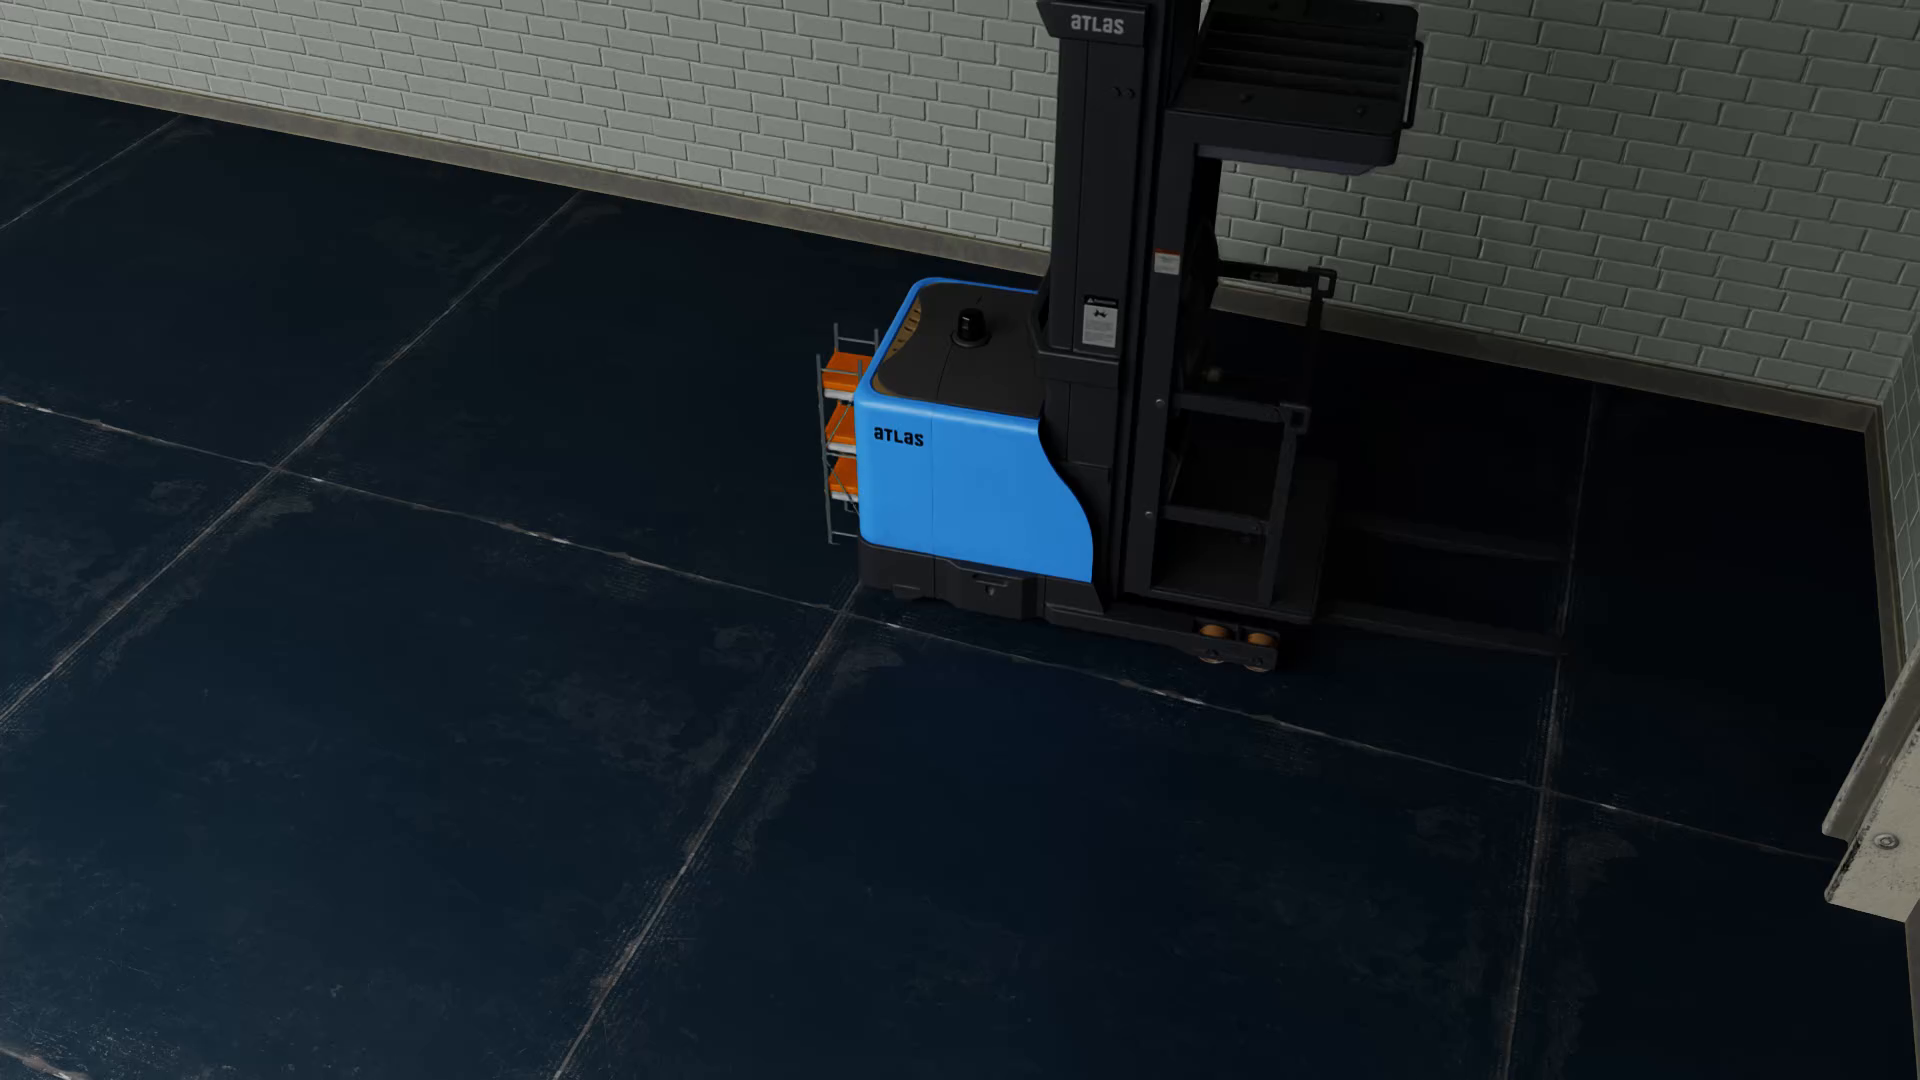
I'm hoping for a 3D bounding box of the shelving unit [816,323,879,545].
[{"bbox_3d":[-0.478,-0.445,7.416,0.215,1.050,0.252,9,41,11],"label":"shelving unit"}]

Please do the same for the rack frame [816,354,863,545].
[{"bbox_3d":[-0.508,-0.368,7.326,0.200,1.050,0.008,9,41,11],"label":"rack frame"}]

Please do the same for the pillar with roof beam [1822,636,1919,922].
[{"bbox_3d":[-0.639,-3.131,4.440,9.100,9.000,0.400,13,42,15],"label":"pillar with roof beam"}]

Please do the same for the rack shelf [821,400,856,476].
[{"bbox_3d":[-0.478,-0.437,7.423,0.215,0.259,0.240,9,41,11],"label":"rack shelf"}]

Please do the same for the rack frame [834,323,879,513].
[{"bbox_3d":[-0.448,-0.521,7.506,0.200,1.050,0.008,9,41,11],"label":"rack frame"}]

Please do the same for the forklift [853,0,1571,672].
[{"bbox_3d":[1.124,-0.941,6.548,3.031,2.935,1.130,10,41,11],"label":"forklift"}]

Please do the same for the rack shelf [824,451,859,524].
[{"bbox_3d":[-0.478,-0.225,7.603,0.215,0.259,0.240,9,41,11],"label":"rack shelf"}]

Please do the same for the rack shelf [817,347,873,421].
[{"bbox_3d":[-0.478,-0.653,7.239,0.215,0.259,0.240,9,41,11],"label":"rack shelf"}]
